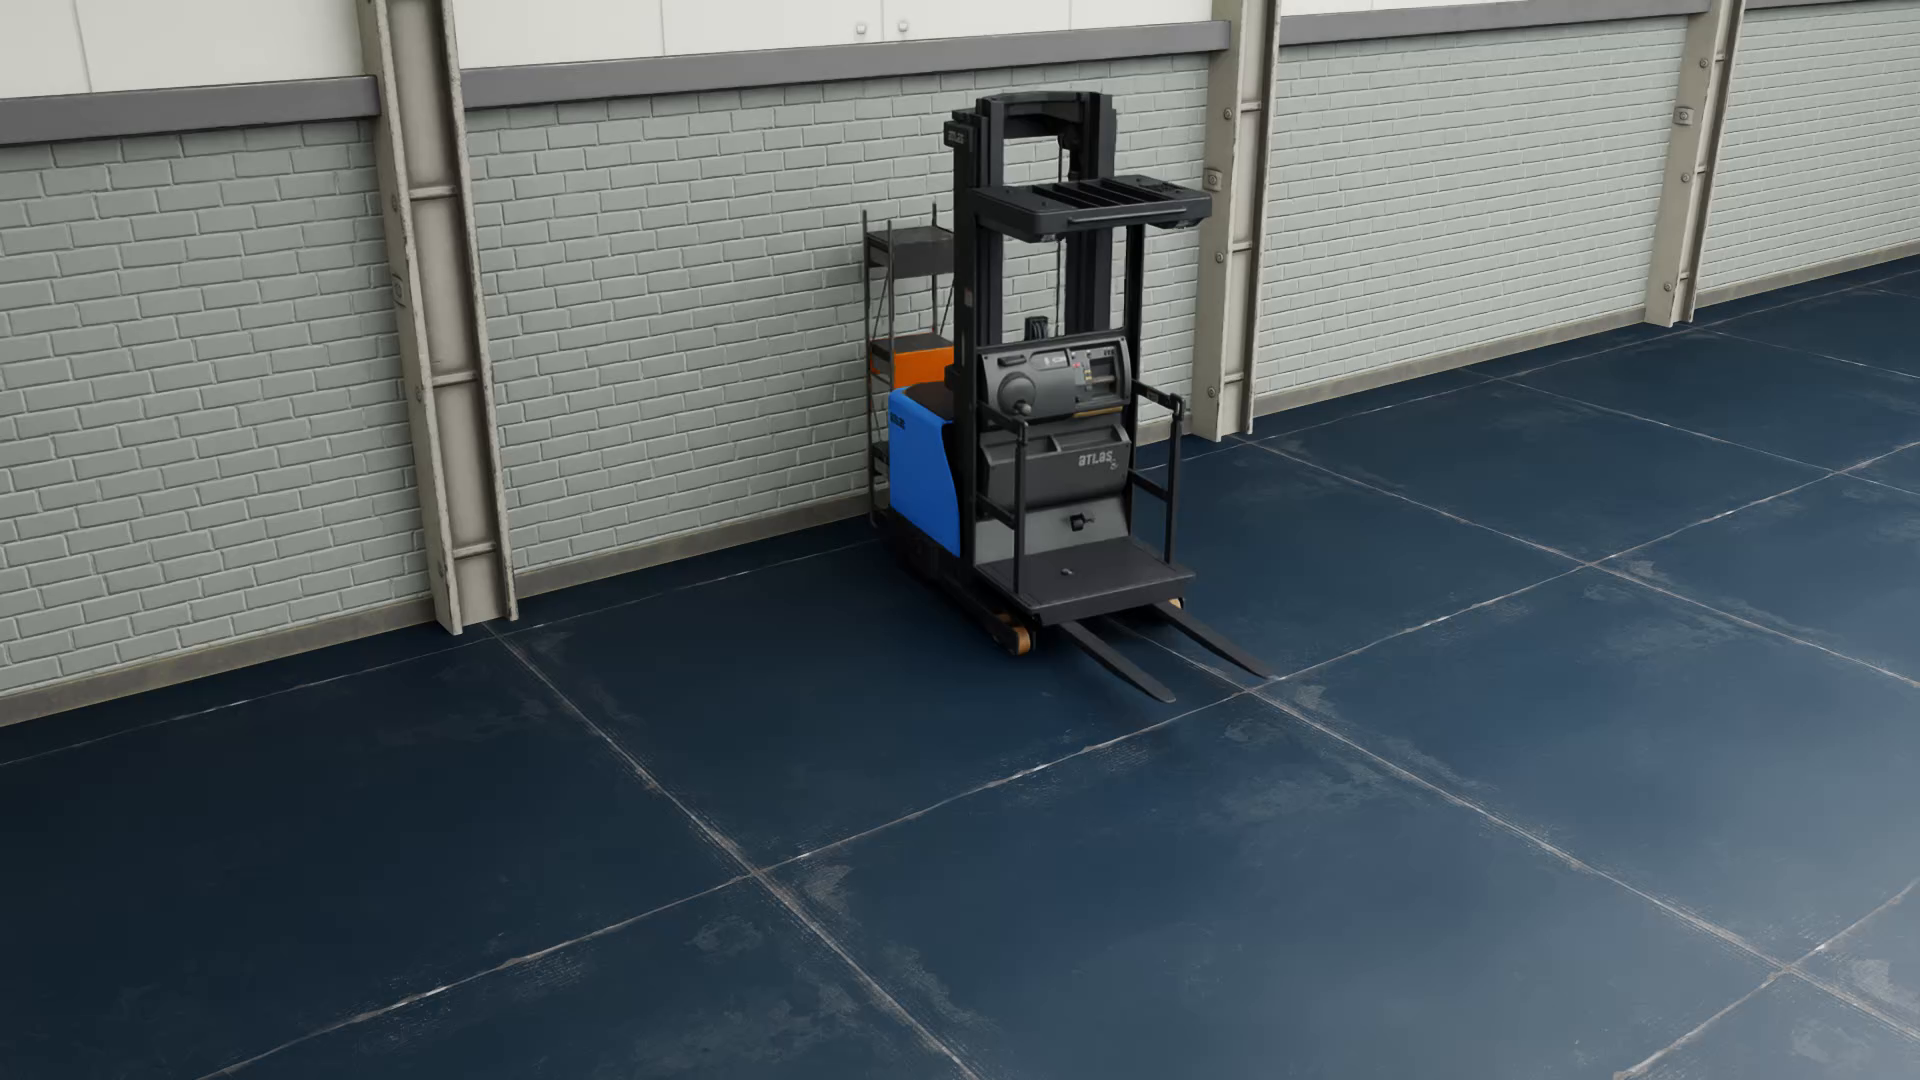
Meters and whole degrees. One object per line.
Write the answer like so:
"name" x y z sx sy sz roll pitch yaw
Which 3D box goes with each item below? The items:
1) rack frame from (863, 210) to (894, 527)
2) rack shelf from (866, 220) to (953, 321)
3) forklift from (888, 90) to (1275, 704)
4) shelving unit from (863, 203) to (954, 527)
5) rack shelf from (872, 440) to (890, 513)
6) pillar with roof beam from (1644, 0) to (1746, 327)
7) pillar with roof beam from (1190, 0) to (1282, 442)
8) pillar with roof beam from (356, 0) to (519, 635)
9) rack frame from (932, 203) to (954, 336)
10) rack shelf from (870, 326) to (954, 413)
"rack frame" -0.511 -1.027 10.637 0.015 2.100 0.400 -11 24 -25
"rack shelf" -0.295 -1.706 10.487 0.480 0.518 0.431 -11 24 -25
"forklift" 0.647 -0.902 9.203 1.130 2.935 3.031 -10 24 -25
"shelving unit" -0.295 -1.069 10.741 0.503 2.100 0.431 -11 24 -25
"rack shelf" -0.295 -0.406 11.006 0.480 0.518 0.431 -11 24 -25
"pillar with roof beam" 9.423 -5.024 11.345 0.400 9.000 9.100 -15 26 -33
"pillar with roof beam" 4.552 -3.725 8.090 0.400 9.000 9.100 -15 26 -33
"pillar with roof beam" -0.318 -2.426 4.835 0.400 9.000 9.100 -15 26 -33
"rack frame" -0.078 -1.110 10.846 0.015 2.100 0.400 -11 24 -25
"rack shelf" -0.295 -1.056 10.746 0.480 0.518 0.431 -11 24 -25
